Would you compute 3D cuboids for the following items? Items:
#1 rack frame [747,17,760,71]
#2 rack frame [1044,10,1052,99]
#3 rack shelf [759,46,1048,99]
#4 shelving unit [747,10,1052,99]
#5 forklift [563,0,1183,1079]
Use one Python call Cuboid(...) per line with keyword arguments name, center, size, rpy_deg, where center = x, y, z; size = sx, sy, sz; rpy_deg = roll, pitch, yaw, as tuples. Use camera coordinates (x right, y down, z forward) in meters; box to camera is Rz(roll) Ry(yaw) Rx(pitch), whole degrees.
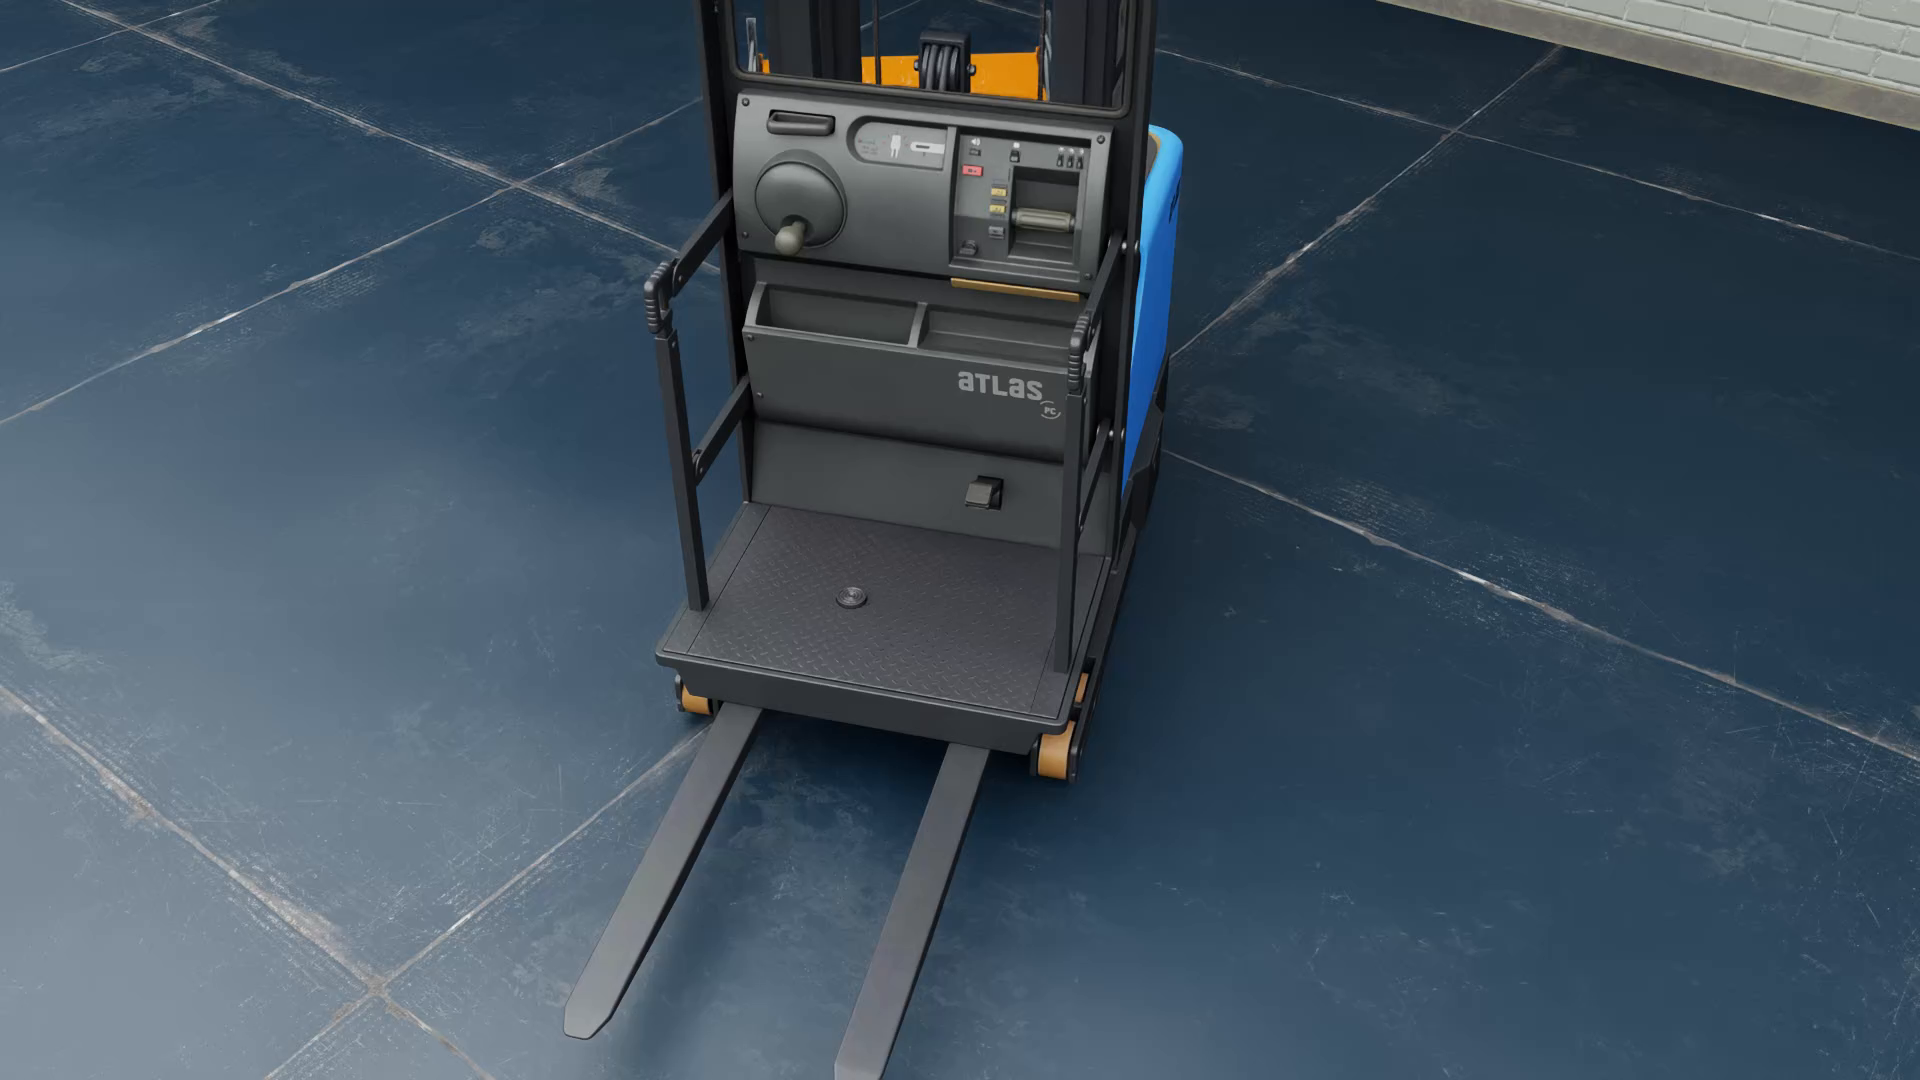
Cuboid(name="rack frame", center=(-0.699, -1.202, 5.872), size=(0.032, 1.125, 0.500), rpy_deg=(-2, 38, -3))
Cuboid(name="rack frame", center=(0.315, -1.245, 5.927), size=(0.032, 1.125, 0.500), rpy_deg=(-2, 38, -3))
Cuboid(name="rack shelf", center=(-0.192, -1.454, 5.720), size=(1.000, 0.278, 0.538), rpy_deg=(-2, 38, -3))
Cuboid(name="shelving unit", center=(-0.192, -1.224, 5.900), size=(1.048, 1.125, 0.538), rpy_deg=(-2, 38, -3))
Cuboid(name="forklift", center=(-0.153, -0.781, 3.870), size=(1.130, 2.935, 3.031), rpy_deg=(9, 39, 11))
